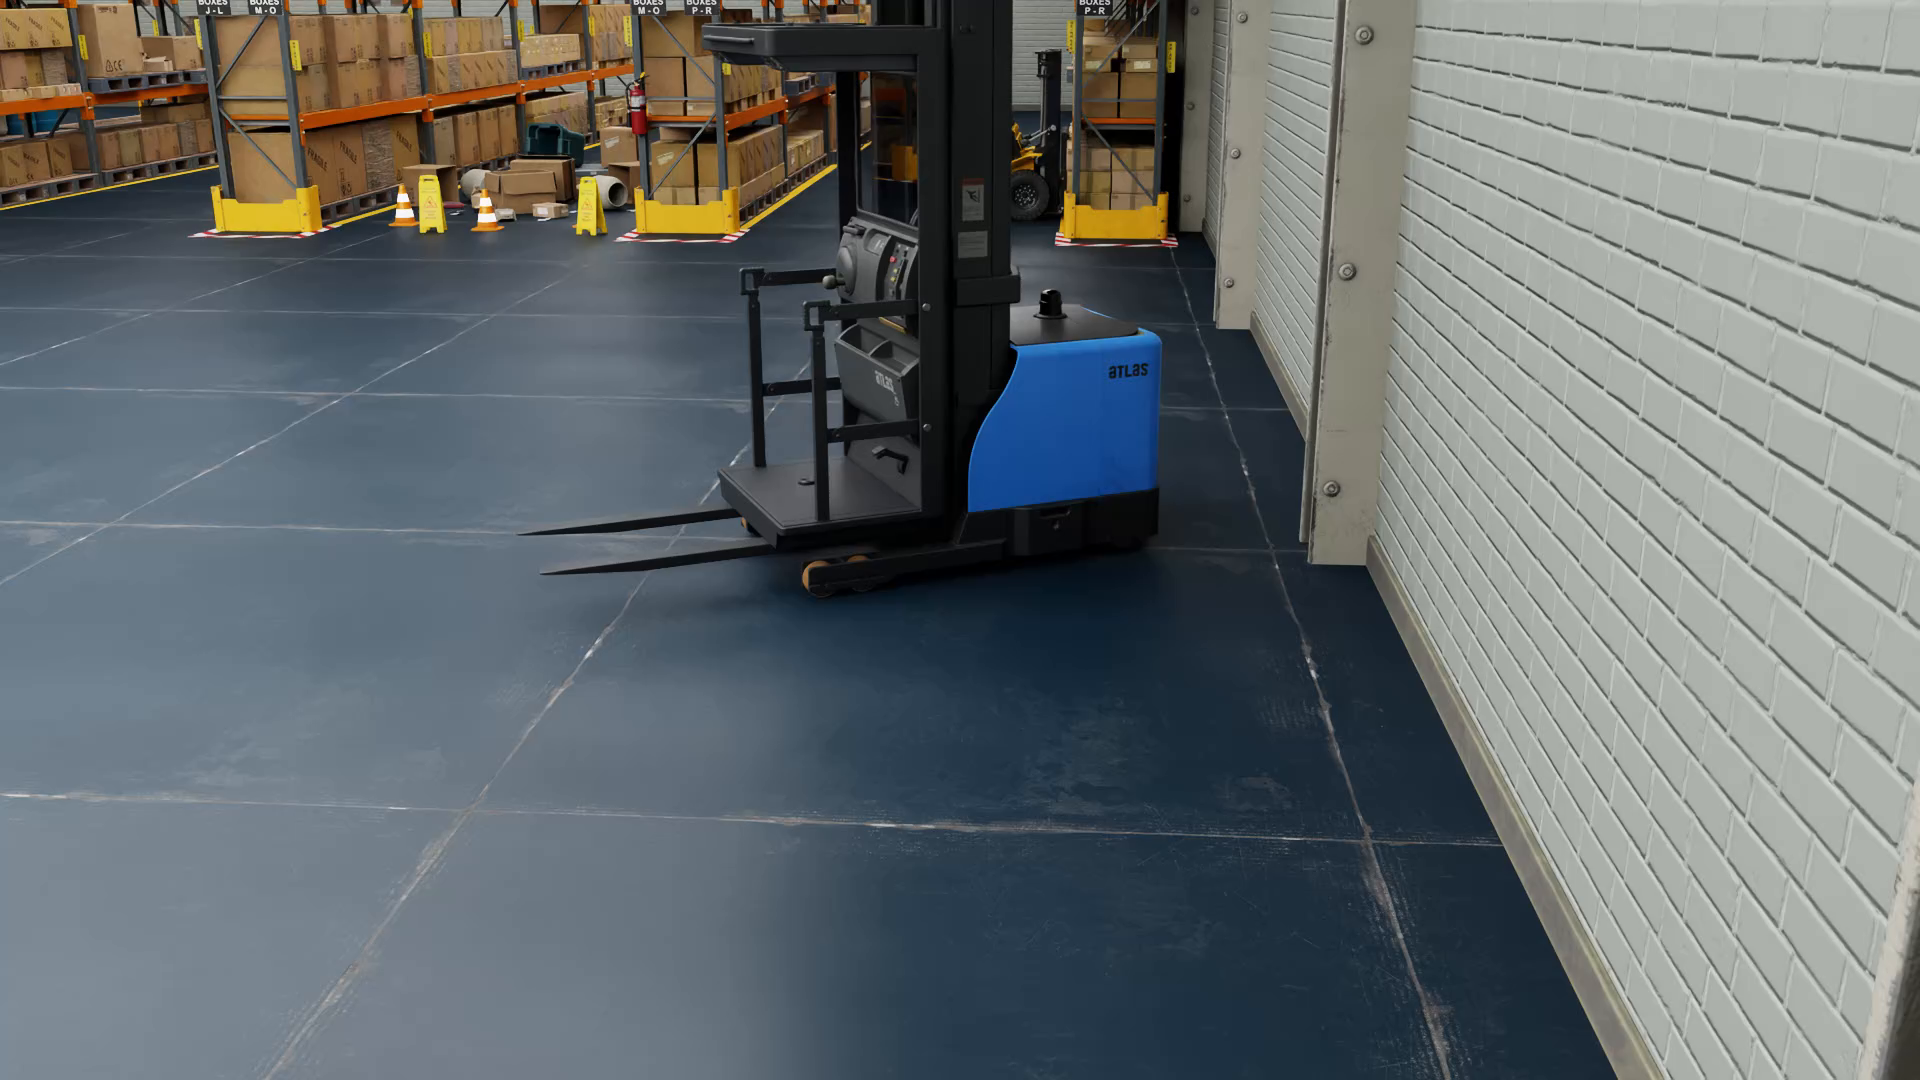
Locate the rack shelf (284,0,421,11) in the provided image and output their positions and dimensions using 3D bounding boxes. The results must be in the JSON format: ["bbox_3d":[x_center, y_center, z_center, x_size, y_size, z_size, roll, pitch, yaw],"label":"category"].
[{"bbox_3d":[-7.979,-6.792,20.672,1.077,0.370,4.000,1,18,4],"label":"rack shelf"}]

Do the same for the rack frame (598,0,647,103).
[{"bbox_3d":[-6.975,-10.056,34.297,1.000,3.000,0.127,1,18,4],"label":"rack frame"}]

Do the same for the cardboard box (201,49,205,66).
[{"bbox_3d":[-12.183,-7.906,27.574,0.500,0.500,0.500,2,18,6],"label":"cardboard box"}]

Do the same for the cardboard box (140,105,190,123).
[{"bbox_3d":[-12.535,-6.718,26.211,0.500,0.250,0.500,3,18,10],"label":"cardboard box"}]

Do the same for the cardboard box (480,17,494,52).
[{"bbox_3d":[-7.626,-7.798,25.638,0.700,0.500,0.500,1,18,3],"label":"cardboard box"}]

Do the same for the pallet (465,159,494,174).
[{"bbox_3d":[-7.771,-5.626,25.253,1.003,0.211,1.213,1,18,4],"label":"pallet"}]

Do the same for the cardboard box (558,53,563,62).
[{"bbox_3d":[-7.163,-8.444,29.105,0.380,0.149,0.250,1,18,2],"label":"cardboard box"}]

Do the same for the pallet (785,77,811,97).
[{"bbox_3d":[-2.691,-6.393,23.425,1.003,0.211,1.213,1,18,4],"label":"pallet"}]

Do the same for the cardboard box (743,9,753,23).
[{"bbox_3d":[-3.139,-6.783,22.061,0.700,0.500,0.500,1,18,3],"label":"cardboard box"}]

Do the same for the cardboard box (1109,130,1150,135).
[{"bbox_3d":[2.196,-5.194,21.593,0.500,0.250,0.500,1,18,3],"label":"cardboard box"}]

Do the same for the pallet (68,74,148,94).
[{"bbox_3d":[-12.576,-6.615,24.101,1.003,0.211,1.213,1,18,4],"label":"pallet"}]

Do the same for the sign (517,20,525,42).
[{"bbox_3d":[-6.995,-8.111,26.499,0.100,0.325,0.005,1,18,4],"label":"sign"}]

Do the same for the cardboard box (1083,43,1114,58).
[{"bbox_3d":[1.576,-5.589,18.982,0.380,0.149,0.250,1,18,4],"label":"cardboard box"}]

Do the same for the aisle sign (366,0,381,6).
[{"bbox_3d":[-12.209,-11.463,34.414,0.394,0.787,0.004,1,18,4],"label":"aisle sign"}]

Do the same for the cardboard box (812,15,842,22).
[{"bbox_3d":[-2.247,-8.478,27.712,0.500,0.500,0.500,2,18,5],"label":"cardboard box"}]

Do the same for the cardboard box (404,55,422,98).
[{"bbox_3d":[-7.850,-6.286,22.549,0.875,0.550,0.550,1,18,4],"label":"cardboard box"}]

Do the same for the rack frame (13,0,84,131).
[{"bbox_3d":[-17.142,-9.067,31.276,1.000,3.000,0.127,1,18,4],"label":"rack frame"}]

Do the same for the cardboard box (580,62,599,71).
[{"bbox_3d":[-6.915,-8.775,30.791,0.380,0.149,0.250,2,18,6],"label":"cardboard box"}]

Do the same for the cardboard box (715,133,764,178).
[{"bbox_3d":[-2.766,-4.827,20.875,0.500,0.500,0.500,2,18,5],"label":"cardboard box"}]

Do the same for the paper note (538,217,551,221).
[{"bbox_3d":[-5.095,-3.935,20.384,0.148,0.019,0.142,-5,19,-15],"label":"paper note"}]

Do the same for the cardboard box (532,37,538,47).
[{"bbox_3d":[-7.264,-8.316,27.758,0.380,0.149,0.250,1,18,2],"label":"cardboard box"}]

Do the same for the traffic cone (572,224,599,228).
[{"bbox_3d":[-4.434,-3.965,19.780,0.336,0.463,0.334,1,18,4],"label":"traffic cone"}]

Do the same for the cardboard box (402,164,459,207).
[{"bbox_3d":[-6.923,-4.638,21.770,0.500,0.500,0.500,4,19,13],"label":"cardboard box"}]

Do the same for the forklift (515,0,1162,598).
[{"bbox_3d":[-0.576,-1.316,7.732,3.031,2.935,1.130,-8,20,-22],"label":"forklift"}]

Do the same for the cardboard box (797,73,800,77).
[{"bbox_3d":[-2.505,-6.741,23.908,0.380,0.149,0.250,2,18,5],"label":"cardboard box"}]

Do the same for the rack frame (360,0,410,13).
[{"bbox_3d":[-11.915,-10.199,34.730,1.000,3.000,0.127,1,18,4],"label":"rack frame"}]

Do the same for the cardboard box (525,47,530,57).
[{"bbox_3d":[-7.297,-8.023,27.343,0.380,0.149,0.250,2,18,7],"label":"cardboard box"}]

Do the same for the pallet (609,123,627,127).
[{"bbox_3d":[-7.164,-8.078,32.738,1.003,0.211,1.213,1,18,4],"label":"pallet"}]

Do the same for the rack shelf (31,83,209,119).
[{"bbox_3d":[-12.632,-6.751,25.364,1.077,0.370,4.000,1,18,4],"label":"rack shelf"}]

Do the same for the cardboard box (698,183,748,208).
[{"bbox_3d":[-2.844,-4.145,19.998,0.500,0.250,0.500,1,18,3],"label":"cardboard box"}]

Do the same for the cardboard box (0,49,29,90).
[{"bbox_3d":[-12.876,-6.210,21.920,0.875,0.500,0.500,1,18,4],"label":"cardboard box"}]

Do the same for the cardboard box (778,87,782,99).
[{"bbox_3d":[-2.610,-6.024,22.395,0.380,0.149,0.250,1,18,3],"label":"cardboard box"}]

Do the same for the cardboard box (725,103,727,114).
[{"bbox_3d":[-2.943,-5.068,19.477,0.380,0.149,0.250,2,18,5],"label":"cardboard box"}]

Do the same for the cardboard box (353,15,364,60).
[{"bbox_3d":[-8.026,-6.297,20.849,0.875,0.550,0.500,1,18,4],"label":"cardboard box"}]

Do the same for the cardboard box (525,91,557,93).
[{"bbox_3d":[-7.579,-7.959,30.030,0.500,0.250,0.500,0,18,1],"label":"cardboard box"}]

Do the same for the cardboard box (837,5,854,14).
[{"bbox_3d":[-2.036,-9.658,30.273,0.380,0.149,0.250,1,18,3],"label":"cardboard box"}]

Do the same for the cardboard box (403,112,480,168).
[{"bbox_3d":[-7.808,-5.954,24.716,1.050,0.750,0.750,1,18,4],"label":"cardboard box"}]

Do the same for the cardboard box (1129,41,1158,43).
[{"bbox_3d":[2.211,-5.896,19.920,0.380,0.149,0.250,1,18,3],"label":"cardboard box"}]

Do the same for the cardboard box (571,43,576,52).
[{"bbox_3d":[-7.111,-8.826,29.792,0.380,0.149,0.250,1,18,4],"label":"cardboard box"}]

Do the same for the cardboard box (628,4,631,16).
[{"bbox_3d":[-6.796,-10.415,33.148,0.500,0.500,0.500,1,18,2],"label":"cardboard box"}]

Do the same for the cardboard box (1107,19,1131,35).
[{"bbox_3d":[3.006,-9.508,31.183,0.500,0.500,0.500,1,18,2],"label":"cardboard box"}]

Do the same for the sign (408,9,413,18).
[{"bbox_3d":[-11.375,-10.845,34.463,0.100,0.325,0.005,1,18,4],"label":"sign"}]

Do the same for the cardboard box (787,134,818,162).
[{"bbox_3d":[-2.700,-6.039,25.581,0.950,0.372,0.625,1,18,3],"label":"cardboard box"}]

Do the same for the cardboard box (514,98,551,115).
[{"bbox_3d":[-7.222,-7.306,28.039,0.500,0.250,0.500,1,18,3],"label":"cardboard box"}]

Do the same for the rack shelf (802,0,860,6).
[{"bbox_3d":[-2.461,-9.197,28.013,1.077,0.370,4.000,1,18,4],"label":"rack shelf"}]
